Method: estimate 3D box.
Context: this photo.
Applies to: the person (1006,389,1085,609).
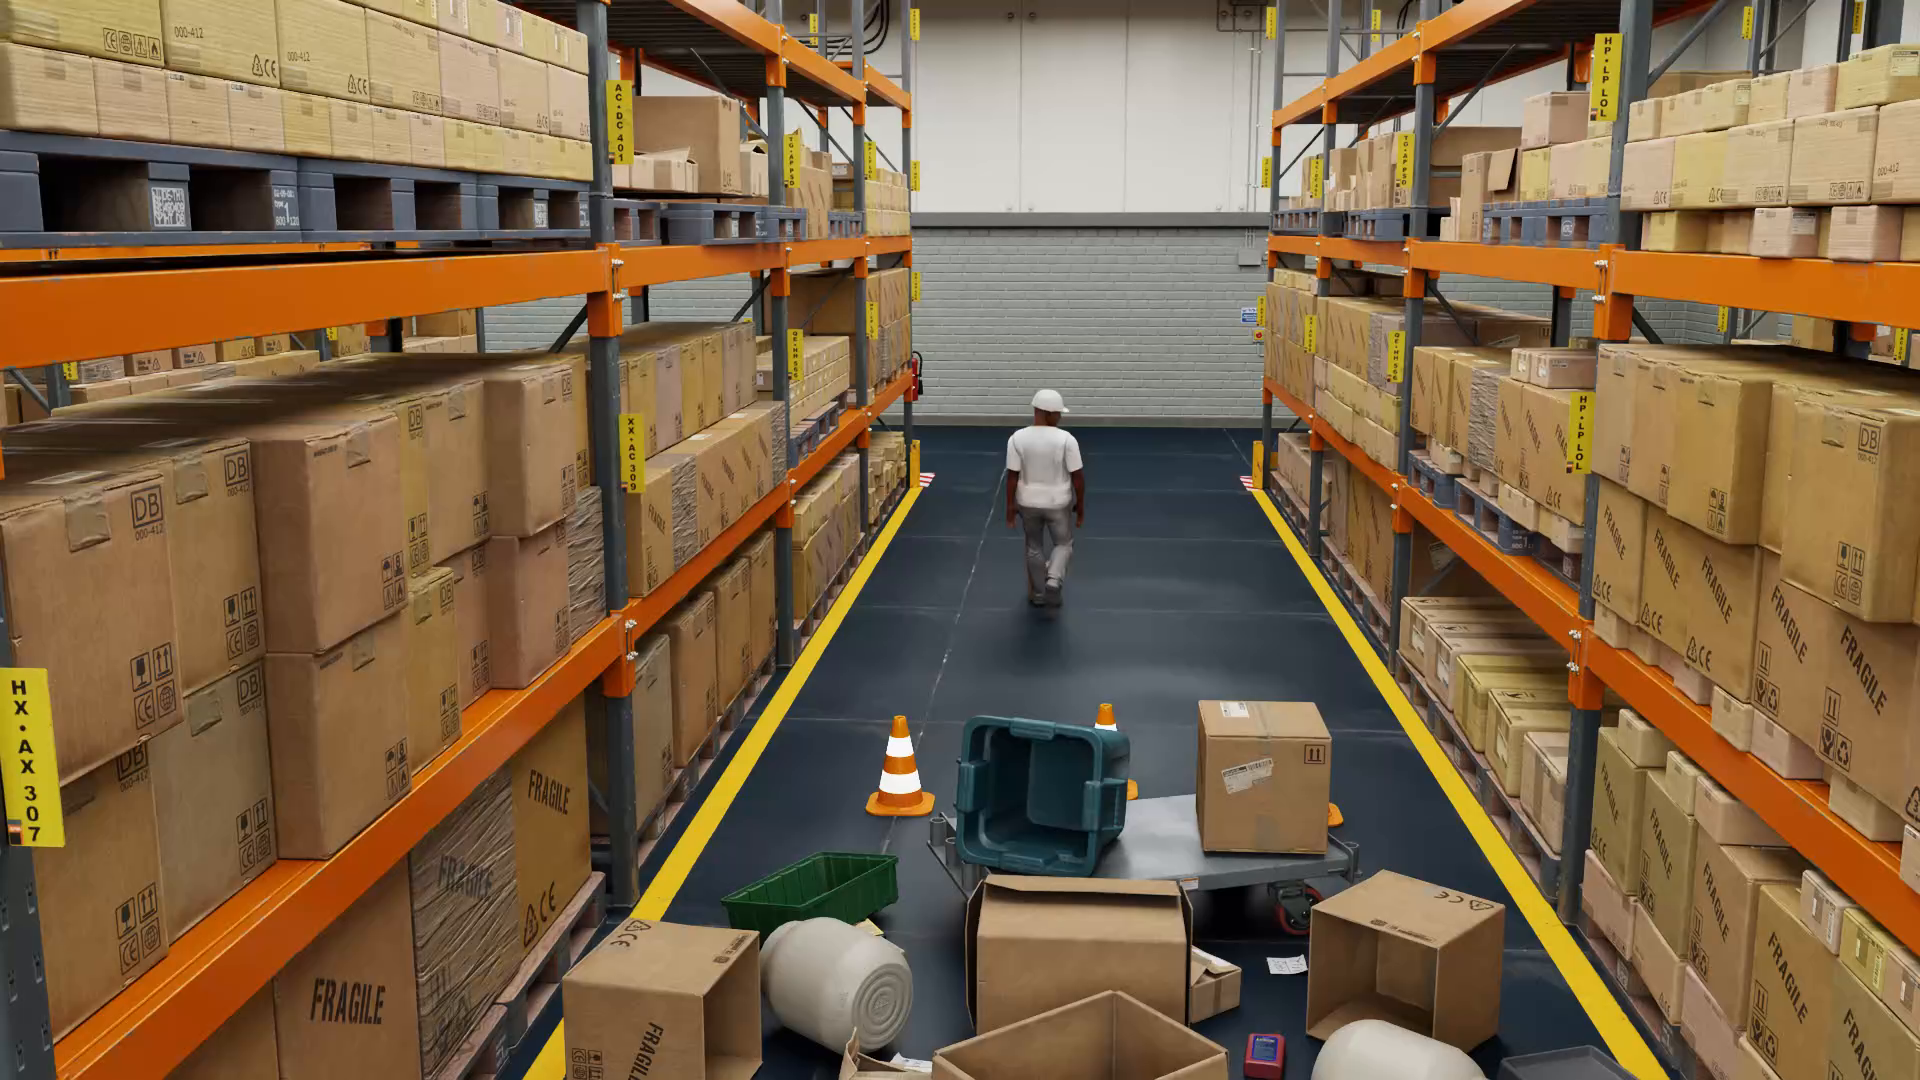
[{"bbox_3d":[0.661,-0.307,12.659,0.603,1.716,0.844,2,11,11],"label":"person"}]
